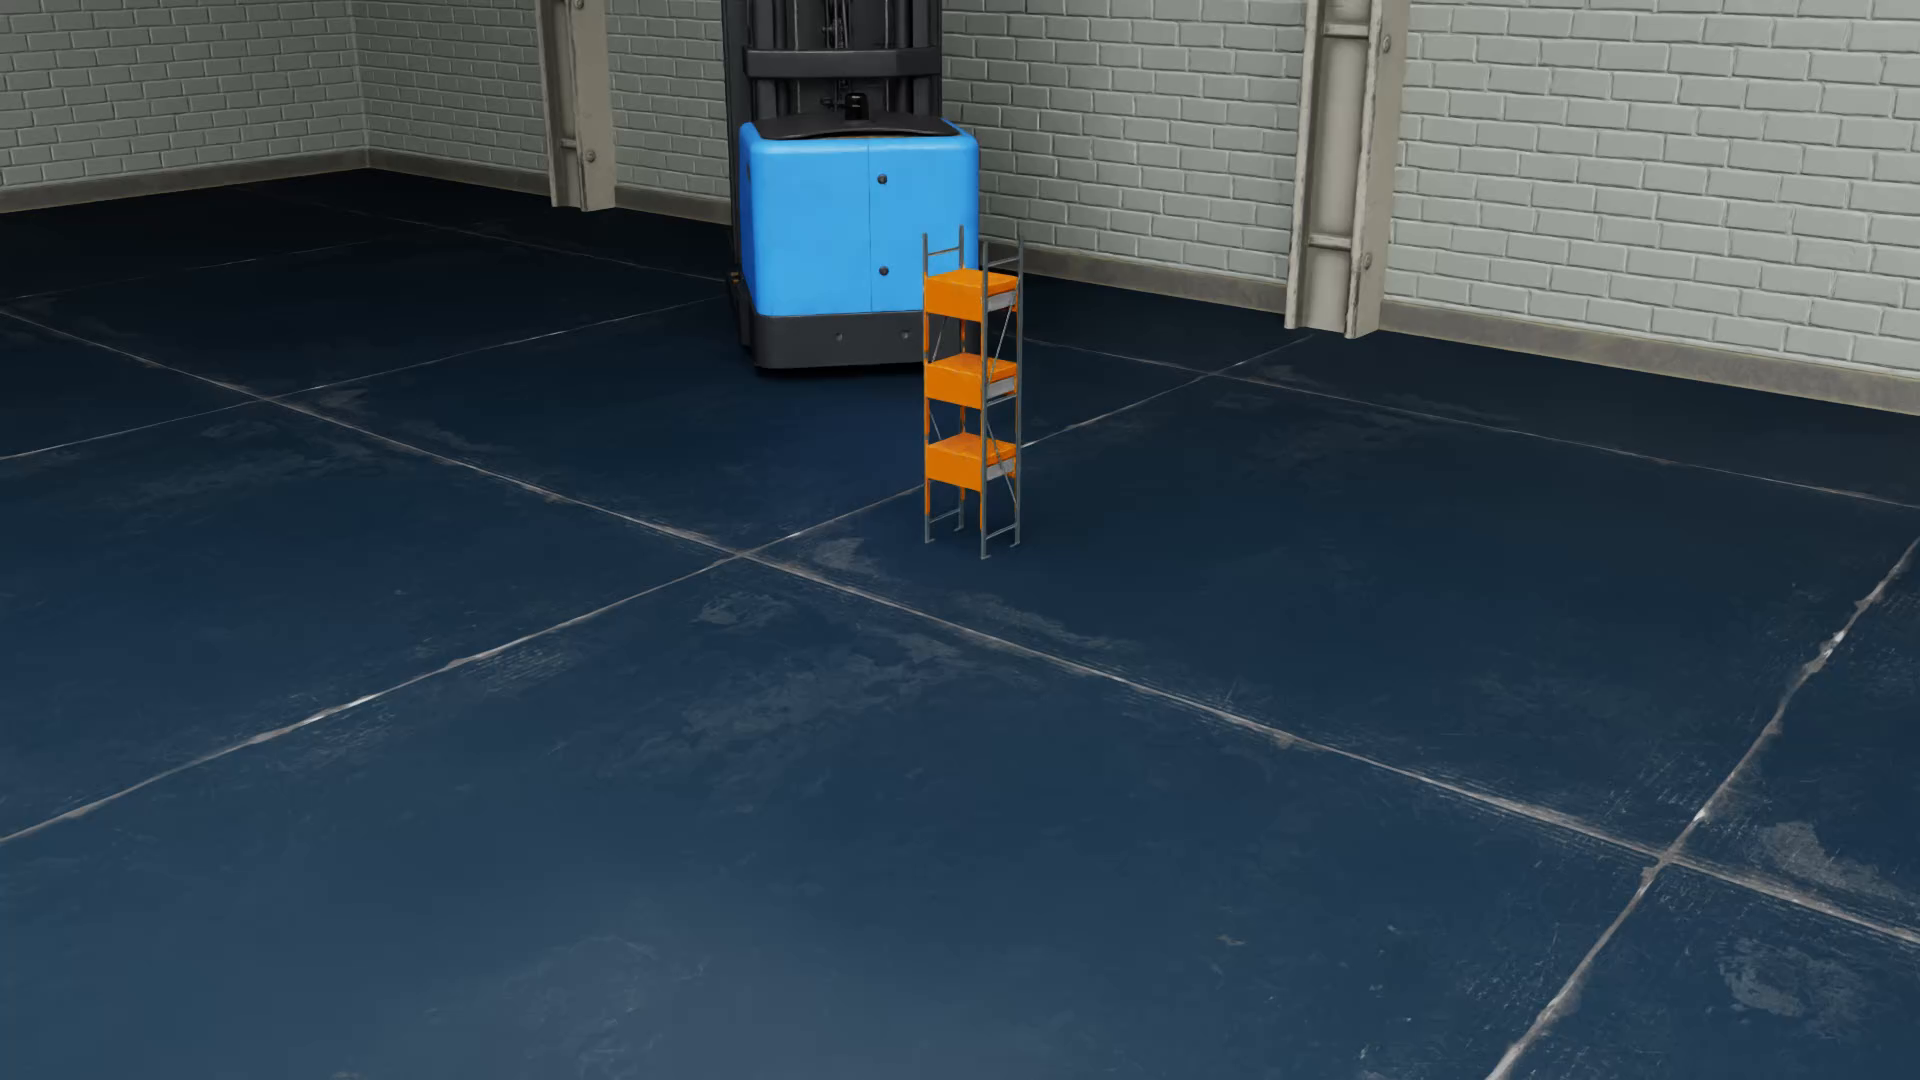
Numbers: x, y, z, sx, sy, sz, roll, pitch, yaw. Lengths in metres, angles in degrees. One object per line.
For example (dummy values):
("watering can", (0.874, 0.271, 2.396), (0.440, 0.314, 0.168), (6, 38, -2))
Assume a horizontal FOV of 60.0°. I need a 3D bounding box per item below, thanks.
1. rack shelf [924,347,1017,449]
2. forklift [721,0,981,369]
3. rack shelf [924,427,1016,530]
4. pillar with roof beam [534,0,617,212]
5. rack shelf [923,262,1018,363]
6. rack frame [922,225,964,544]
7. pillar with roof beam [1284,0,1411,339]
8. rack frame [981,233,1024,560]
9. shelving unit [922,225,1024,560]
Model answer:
("rack shelf", (0.041, -0.469, 5.455), (0.240, 0.259, 0.215), (16, 26, 36))
("forklift", (-0.680, -2.630, 8.488), (1.130, 2.935, 3.031), (-4, 21, -10))
("rack shelf", (0.041, -0.209, 5.553), (0.240, 0.259, 0.215), (16, 26, 36))
("pillar with roof beam", (-5.453, -5.465, 7.408), (0.400, 9.000, 9.100), (16, 26, 36))
("rack shelf", (0.041, -0.735, 5.355), (0.240, 0.259, 0.215), (16, 26, 36))
("rack frame", (-0.053, -0.507, 5.523), (0.008, 1.050, 0.200), (16, 26, 36))
("pillar with roof beam", (-0.805, -4.127, 3.858), (0.400, 9.000, 9.100), (16, 26, 36))
("rack frame", (0.136, -0.452, 5.379), (0.008, 1.050, 0.200), (16, 26, 36))
("shelving unit", (0.041, -0.479, 5.451), (0.252, 1.050, 0.215), (16, 26, 36))
